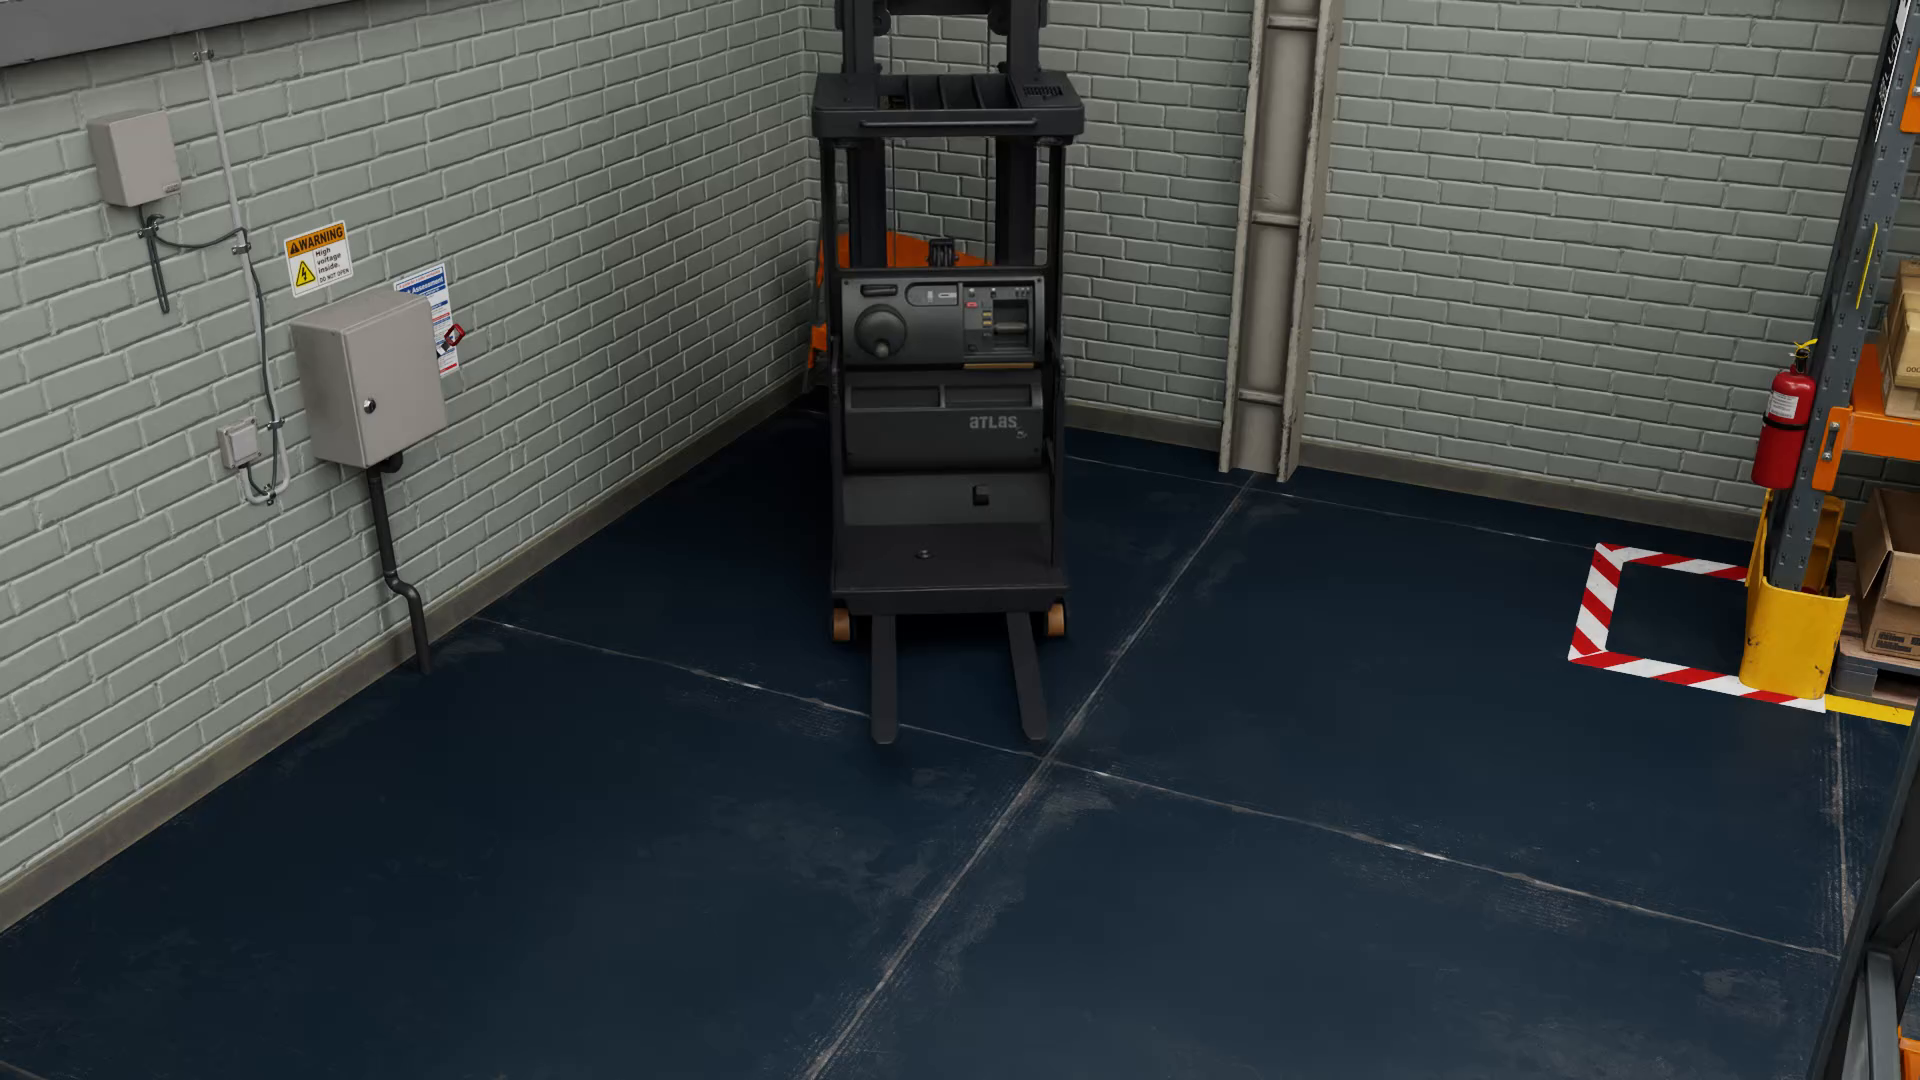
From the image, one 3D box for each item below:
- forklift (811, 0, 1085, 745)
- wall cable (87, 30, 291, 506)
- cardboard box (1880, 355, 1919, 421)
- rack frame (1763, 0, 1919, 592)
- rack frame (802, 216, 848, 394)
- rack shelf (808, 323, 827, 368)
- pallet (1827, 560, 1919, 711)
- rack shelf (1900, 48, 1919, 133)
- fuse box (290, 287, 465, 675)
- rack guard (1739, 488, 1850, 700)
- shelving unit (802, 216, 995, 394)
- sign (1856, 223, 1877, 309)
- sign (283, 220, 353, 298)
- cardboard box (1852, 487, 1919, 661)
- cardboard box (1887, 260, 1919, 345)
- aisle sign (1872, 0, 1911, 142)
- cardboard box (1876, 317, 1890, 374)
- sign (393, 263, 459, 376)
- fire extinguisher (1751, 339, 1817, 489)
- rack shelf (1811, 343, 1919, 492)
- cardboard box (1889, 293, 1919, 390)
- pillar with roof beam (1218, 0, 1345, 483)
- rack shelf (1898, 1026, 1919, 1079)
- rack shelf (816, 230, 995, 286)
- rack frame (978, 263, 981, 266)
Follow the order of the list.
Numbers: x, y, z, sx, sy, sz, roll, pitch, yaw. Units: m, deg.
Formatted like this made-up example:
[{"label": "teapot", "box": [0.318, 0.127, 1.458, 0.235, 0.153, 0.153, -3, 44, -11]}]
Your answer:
[{"label": "forklift", "box": [-0.064, -0.981, 7.425, 1.130, 2.935, 3.031, -1, 26, -2]}, {"label": "wall cable", "box": [-2.810, -0.965, 6.165, 0.122, 1.984, 0.588, 11, 28, 22]}, {"label": "cardboard box", "box": [3.993, -0.629, 6.916, 0.250, 0.149, 0.380, 11, 28, 21]}, {"label": "rack frame", "box": [3.807, -0.912, 7.207, 0.127, 3.000, 1.000, 11, 28, 22]}, {"label": "rack frame", "box": [-0.774, -1.483, 10.139, 0.032, 1.125, 0.500, 20, 31, 18]}, {"label": "rack shelf", "box": [-0.352, -1.110, 10.105, 1.000, 0.278, 0.538, 20, 31, 18]}, {"label": "pallet", "box": [4.602, 0.498, 7.499, 1.213, 0.211, 1.003, 11, 28, 22]}, {"label": "rack shelf", "box": [5.628, -1.570, 5.961, 4.000, 0.370, 1.077, 11, 28, 22]}, {"label": "fuse box", "box": [-2.384, -0.177, 7.173, 0.414, 1.711, 0.539, 11, 28, 22]}, {"label": "rack guard", "box": [3.876, 0.223, 7.731, 0.348, 0.500, 1.175, 11, 28, 22]}, {"label": "shelving unit", "box": [-0.318, -1.320, 9.985, 1.048, 1.125, 0.538, 20, 31, 18]}, {"label": "sign", "box": [3.583, -1.082, 6.572, 0.005, 0.325, 0.100, 11, 28, 22]}, {"label": "sign", "box": [-2.596, -1.141, 6.737, 0.001, 0.242, 0.339, 11, 28, 22]}, {"label": "cardboard box", "box": [4.325, 0.169, 7.361, 0.637, 0.503, 0.797, 10, 28, 20]}, {"label": "cardboard box", "box": [4.336, -1.001, 7.220, 0.500, 0.250, 0.500, 12, 29, 23]}, {"label": "aisle sign", "box": [3.624, -1.973, 6.418, 0.004, 0.787, 0.394, 11, 28, 22]}, {"label": "cardboard box", "box": [4.220, -0.847, 7.359, 0.250, 0.149, 0.380, 11, 28, 21]}, {"label": "sign", "box": [-2.368, -0.949, 7.389, 0.001, 0.494, 0.329, 11, 28, 22]}, {"label": "fire extinguisher", "box": [3.482, -0.551, 6.984, 0.183, 0.674, 0.296, 11, 28, 22]}, {"label": "rack shelf", "box": [5.628, -0.224, 6.623, 4.000, 0.370, 1.077, 11, 28, 22]}, {"label": "cardboard box", "box": [4.109, -0.787, 6.786, 0.500, 0.250, 0.500, 12, 28, 22]}, {"label": "pillar with roof beam", "box": [-0.056, -2.728, 4.103, 0.400, 9.000, 9.100, 11, 28, 22]}, {"label": "rack shelf", "box": [3.577, 1.773, 2.568, 4.000, 0.370, 1.077, 11, 28, 22]}, {"label": "rack shelf", "box": [-0.277, -1.572, 9.841, 1.000, 0.278, 0.538, 20, 31, 18]}, {"label": "rack frame", "box": [0.138, -1.158, 9.831, 0.032, 1.125, 0.500, 20, 31, 18]}]
